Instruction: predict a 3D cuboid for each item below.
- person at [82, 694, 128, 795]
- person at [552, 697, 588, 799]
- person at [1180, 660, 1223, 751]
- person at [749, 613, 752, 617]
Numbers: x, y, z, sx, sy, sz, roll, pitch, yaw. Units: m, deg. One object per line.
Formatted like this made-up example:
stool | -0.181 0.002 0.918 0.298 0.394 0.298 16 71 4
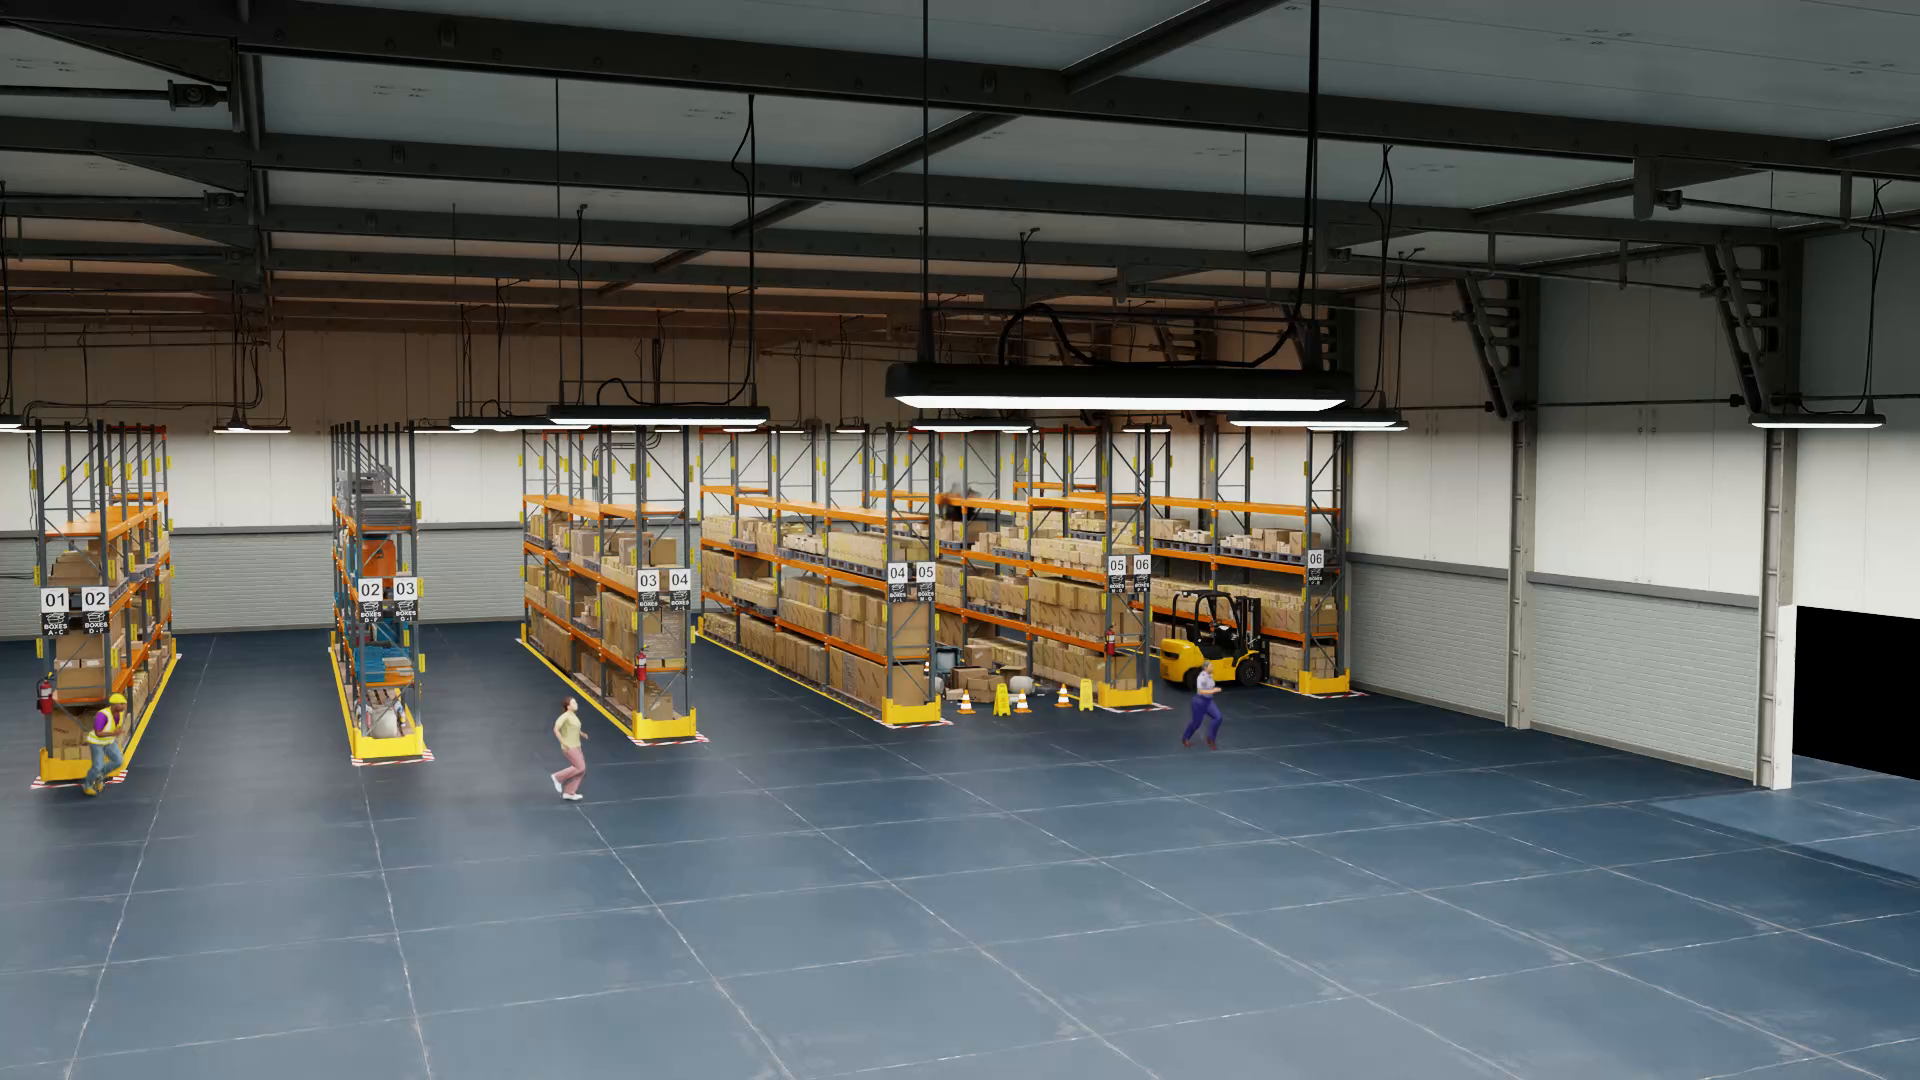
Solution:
person | -13.590 3.245 26.546 0.893 1.620 0.734 1 4 13
person | -6.135 3.273 26.201 0.547 1.623 0.627 1 4 10
person | 4.409 3.017 30.333 0.819 1.675 0.627 2 4 33
person | -6.197 1.692 50.651 0.898 1.766 0.669 -3 5 -39
